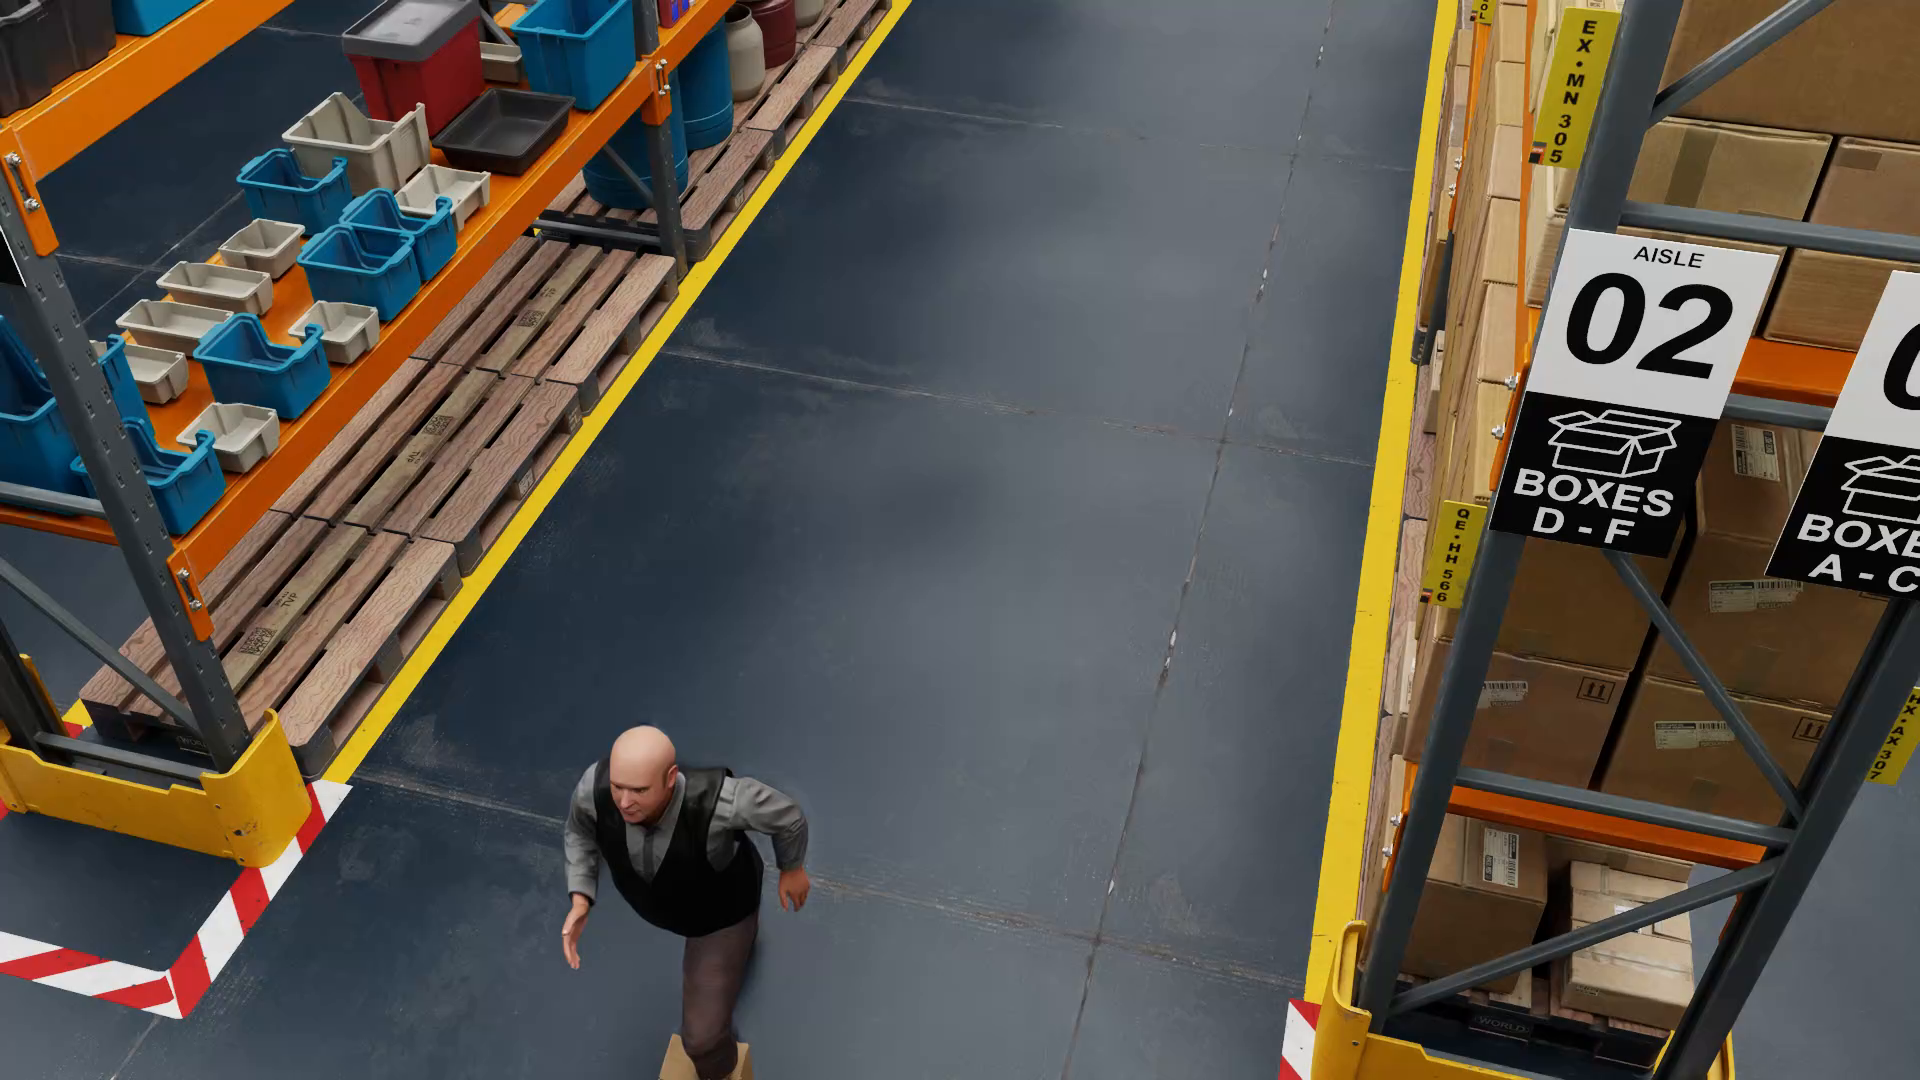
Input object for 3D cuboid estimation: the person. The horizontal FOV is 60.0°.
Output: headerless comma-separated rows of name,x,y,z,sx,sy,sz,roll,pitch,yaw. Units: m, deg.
person,-0.799,1.049,5.000,0.663,1.637,0.936,15,43,17
